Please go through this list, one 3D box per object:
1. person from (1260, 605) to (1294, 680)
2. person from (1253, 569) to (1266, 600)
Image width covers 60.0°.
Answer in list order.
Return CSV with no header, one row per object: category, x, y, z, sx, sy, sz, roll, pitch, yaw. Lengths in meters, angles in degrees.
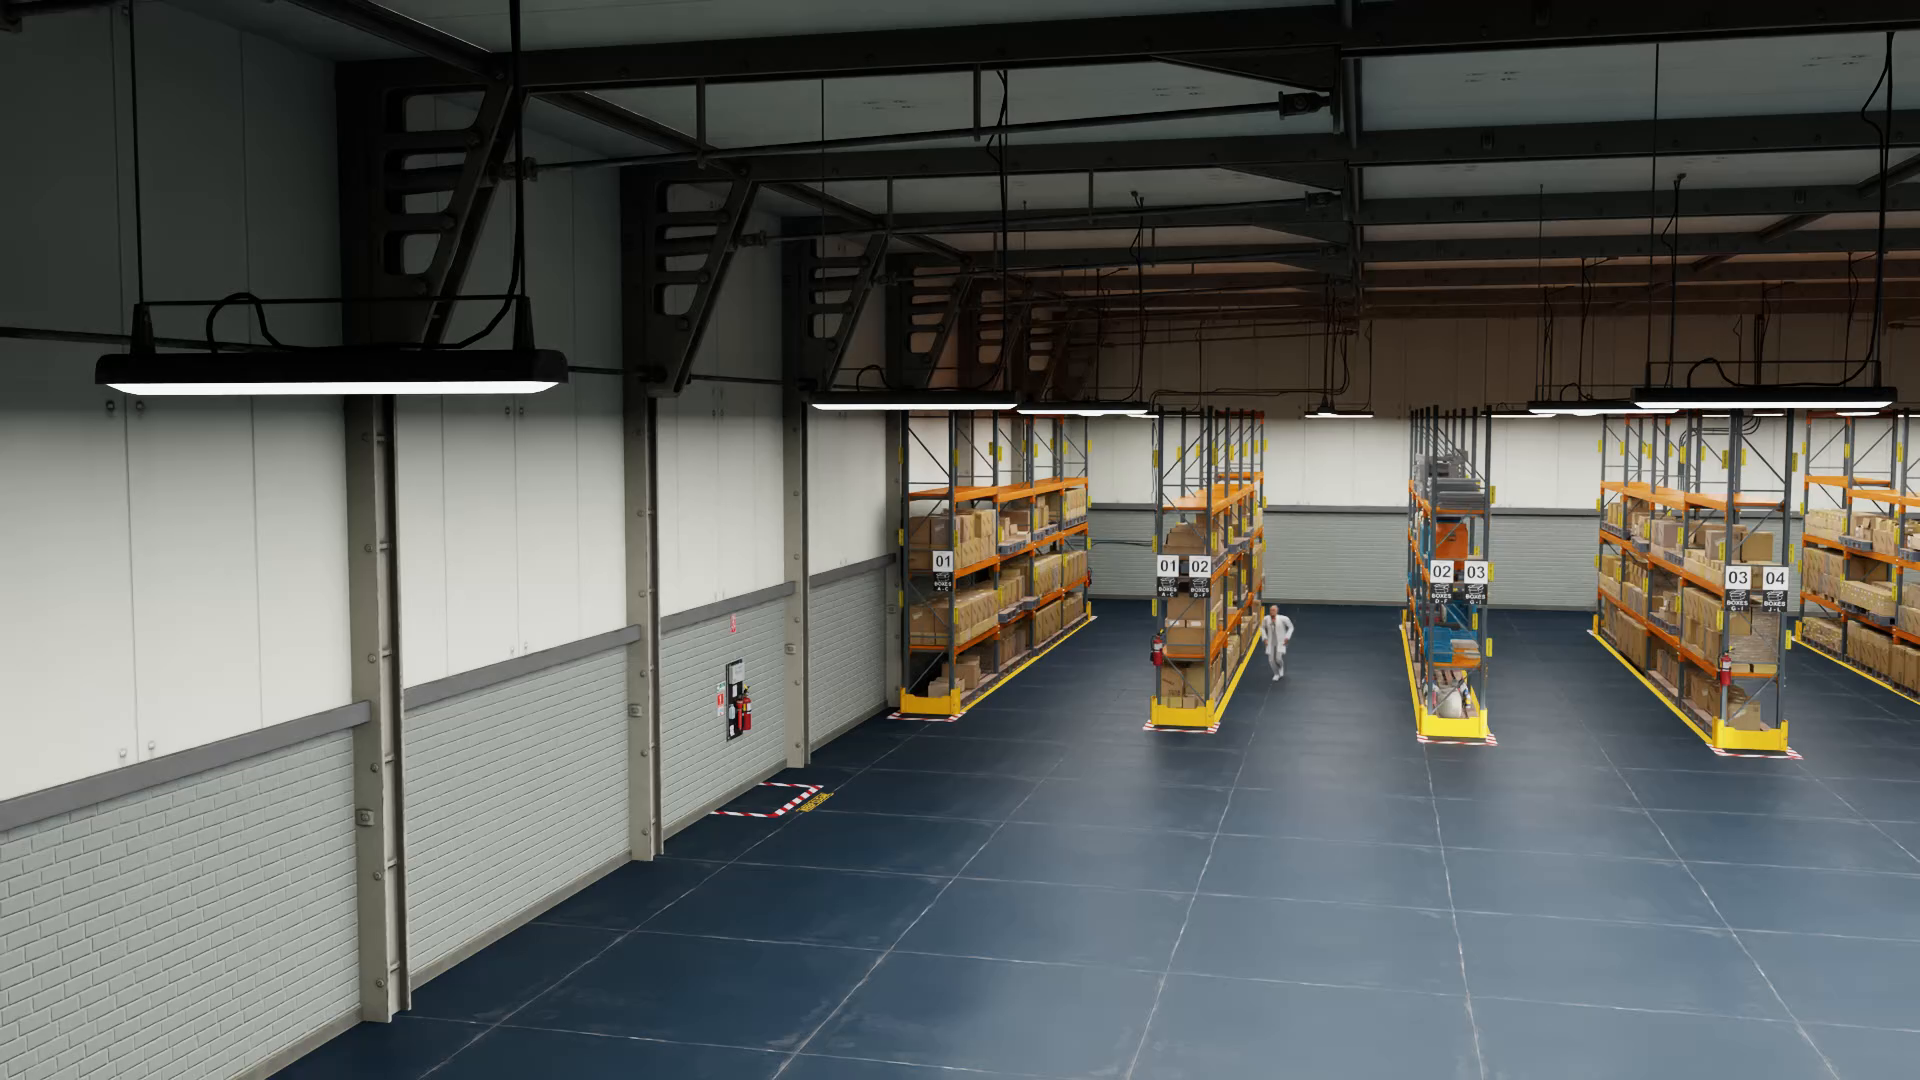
person,6.988,2.260,36.653,0.753,1.687,0.634,2,4,22
person,8.843,1.353,49.523,0.446,1.619,0.987,-1,4,-18
